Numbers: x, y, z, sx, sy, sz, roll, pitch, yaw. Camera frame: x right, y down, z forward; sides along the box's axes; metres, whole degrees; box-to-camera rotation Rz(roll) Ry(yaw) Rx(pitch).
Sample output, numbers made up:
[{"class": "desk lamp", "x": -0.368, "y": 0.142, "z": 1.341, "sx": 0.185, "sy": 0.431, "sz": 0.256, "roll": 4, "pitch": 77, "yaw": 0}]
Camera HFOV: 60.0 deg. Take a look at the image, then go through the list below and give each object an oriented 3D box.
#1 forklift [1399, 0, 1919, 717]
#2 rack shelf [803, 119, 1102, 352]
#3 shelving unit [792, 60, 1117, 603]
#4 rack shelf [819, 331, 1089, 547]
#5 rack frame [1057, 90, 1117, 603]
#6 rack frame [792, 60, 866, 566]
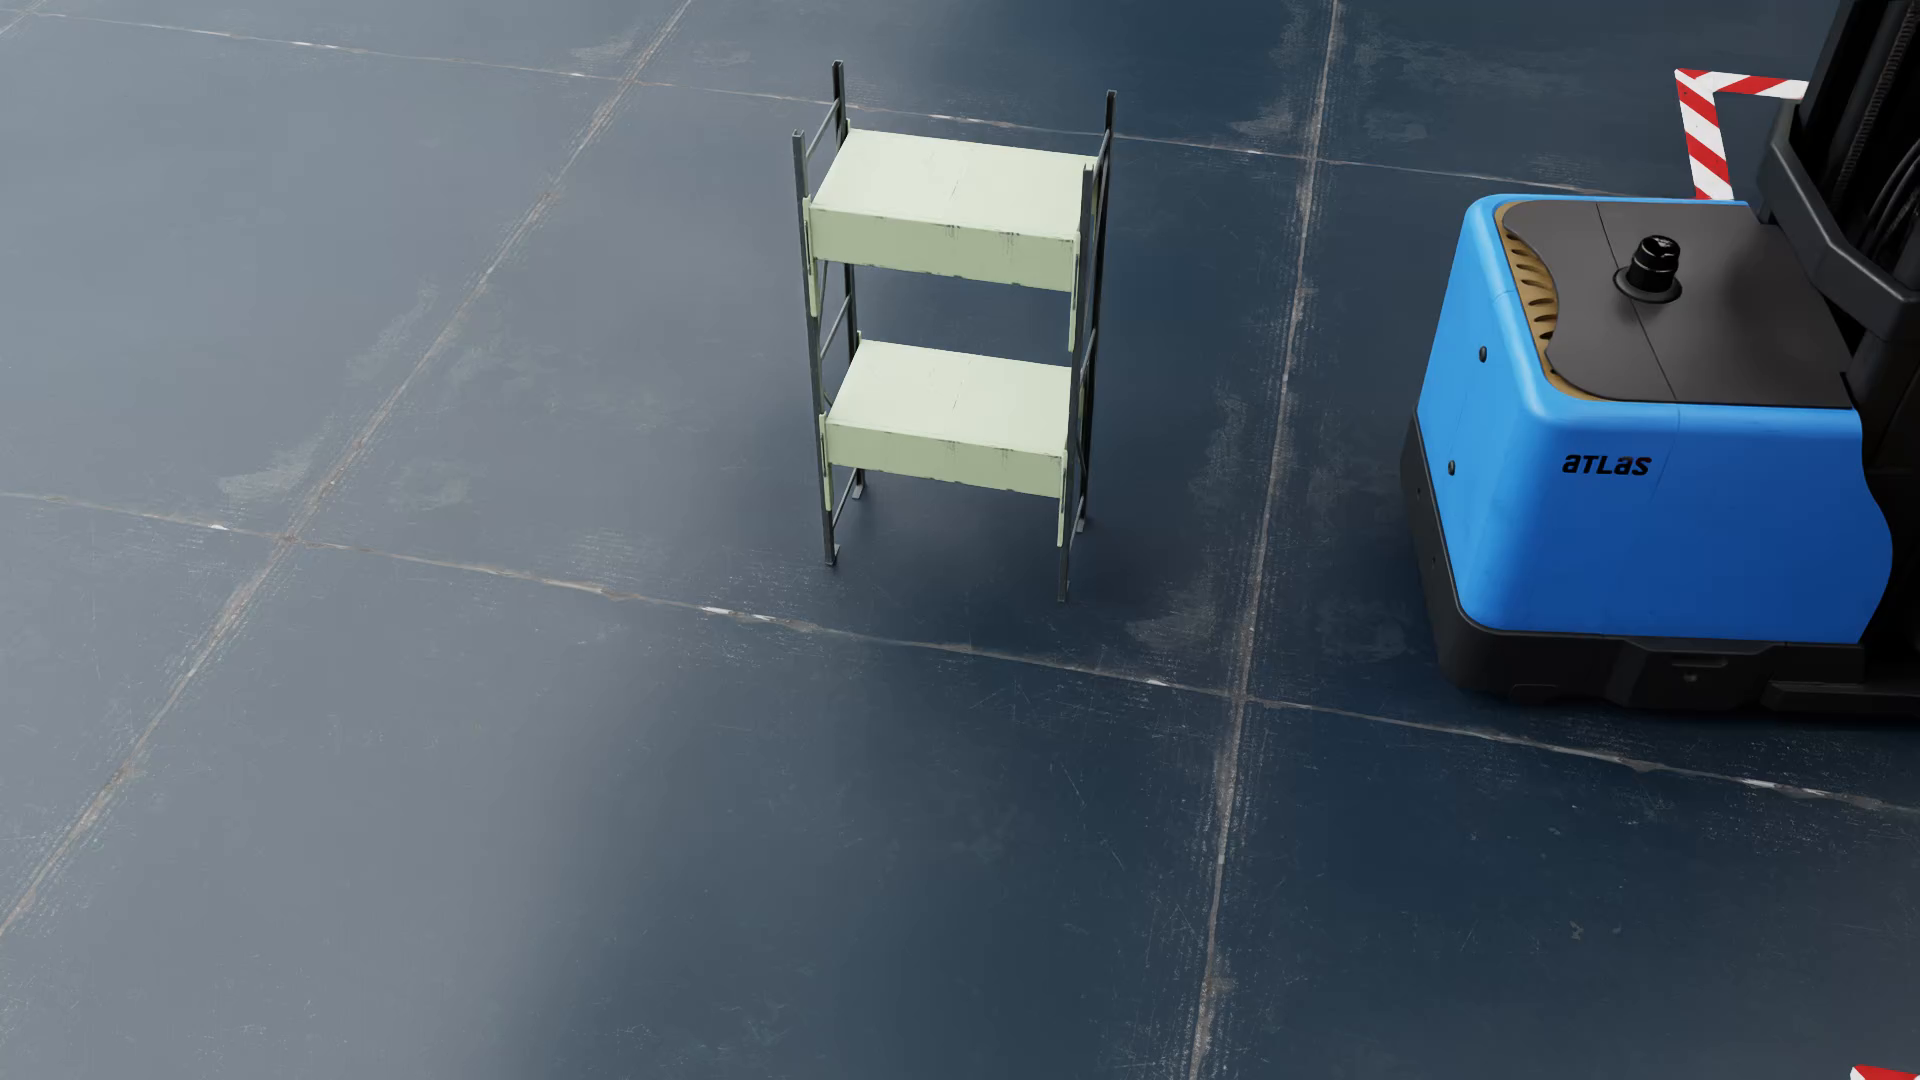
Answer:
[{"class": "forklift", "x": 2.912, "y": -0.886, "z": 4.057, "sx": 3.031, "sy": 2.935, "sz": 1.130, "roll": 2, "pitch": 44, "yaw": 2}, {"class": "rack shelf", "x": -0.007, "y": -0.823, "z": 4.460, "sx": 0.720, "sy": 0.370, "sz": 0.431, "roll": 9, "pitch": 45, "yaw": 9}, {"class": "shelving unit", "x": -0.007, "y": -0.541, "z": 4.731, "sx": 0.755, "sy": 1.500, "sz": 0.431, "roll": 9, "pitch": 45, "yaw": 9}, {"class": "rack shelf", "x": -0.007, "y": -0.306, "z": 4.957, "sx": 0.720, "sy": 0.370, "sz": 0.431, "roll": 9, "pitch": 45, "yaw": 9}, {"class": "rack frame", "x": 0.351, "y": -0.486, "z": 4.673, "sx": 0.023, "sy": 1.500, "sz": 0.400, "roll": 9, "pitch": 45, "yaw": 9}, {"class": "rack frame", "x": -0.364, "y": -0.597, "z": 4.789, "sx": 0.023, "sy": 1.500, "sz": 0.400, "roll": 9, "pitch": 45, "yaw": 9}]
